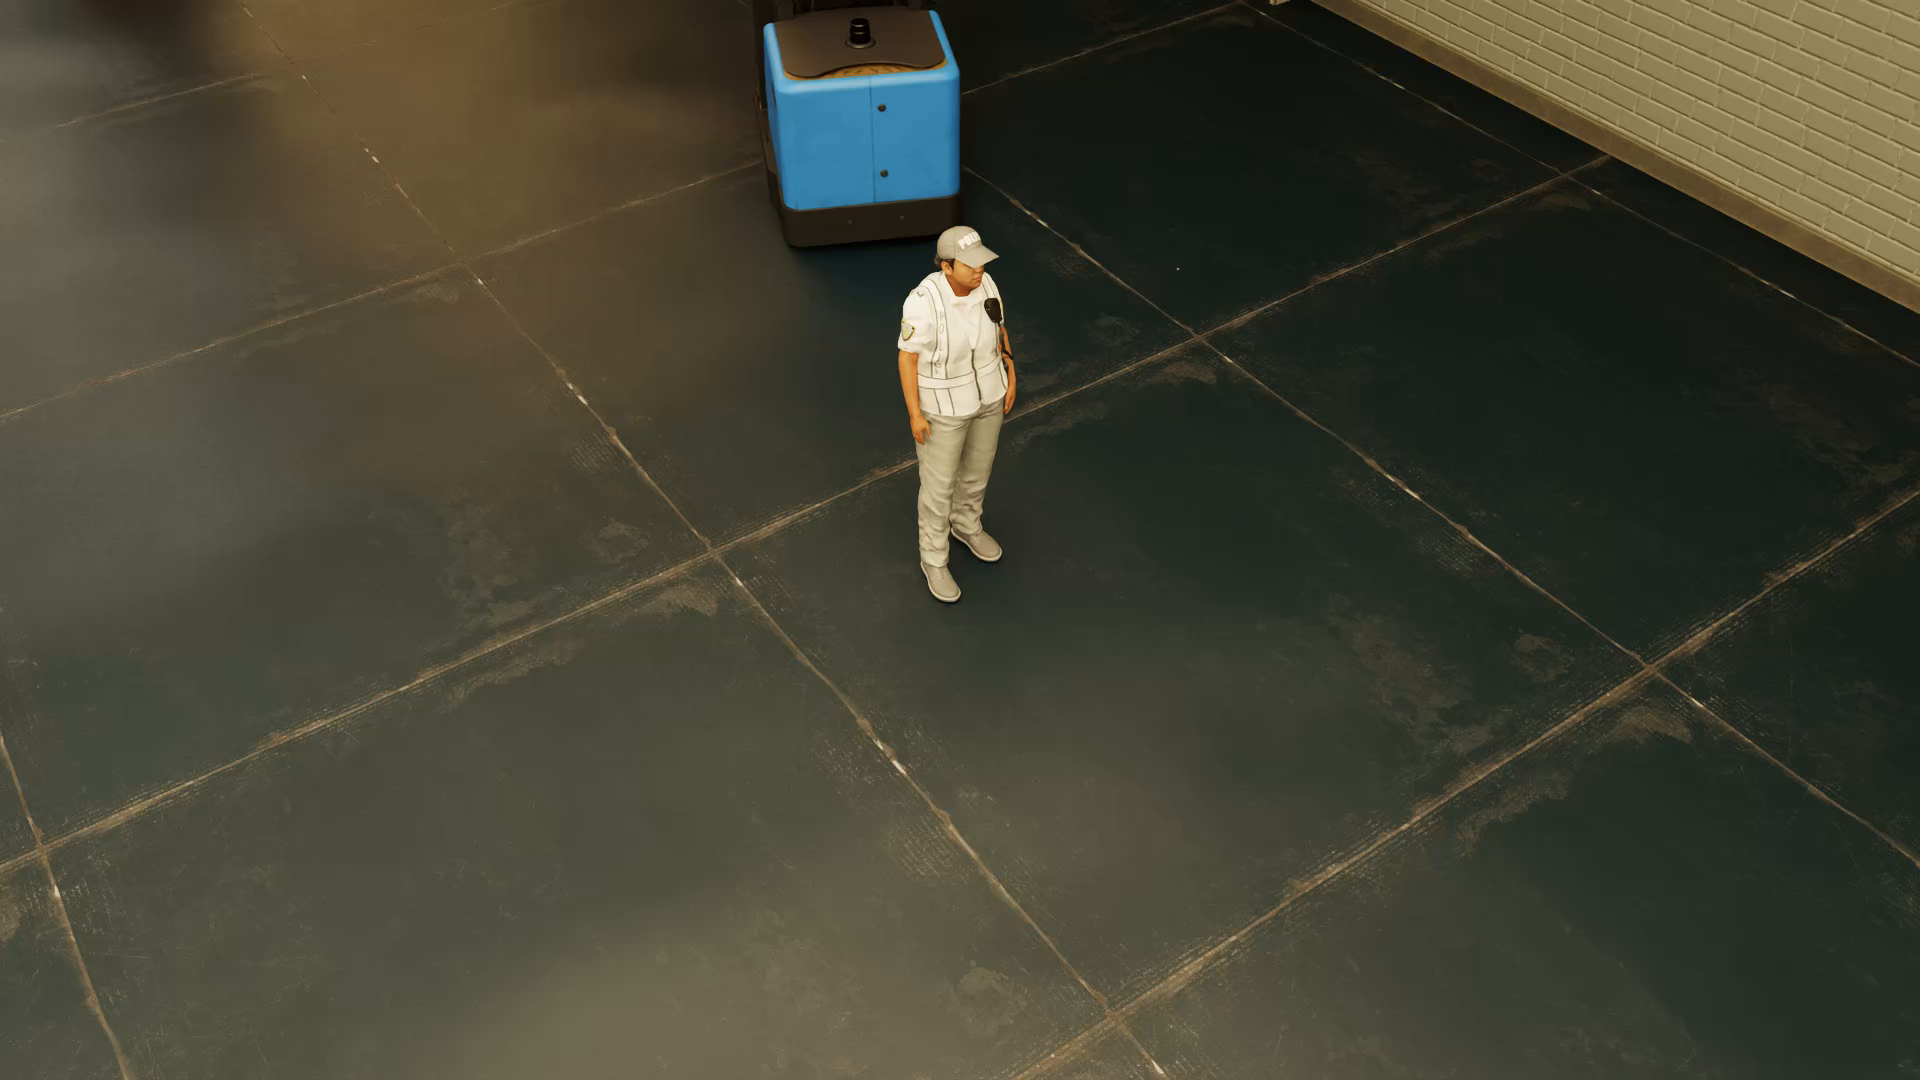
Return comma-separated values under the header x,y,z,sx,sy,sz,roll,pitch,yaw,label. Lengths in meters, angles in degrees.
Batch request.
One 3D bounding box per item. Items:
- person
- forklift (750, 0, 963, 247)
x,y,z,sx,sy,sz,roll,pitch,yaw,label
0.025,-0.567,7.253,0.599,1.670,0.529,-25,48,-25,person
-0.750,-3.778,9.815,1.130,2.935,3.031,-7,43,-7,forklift
